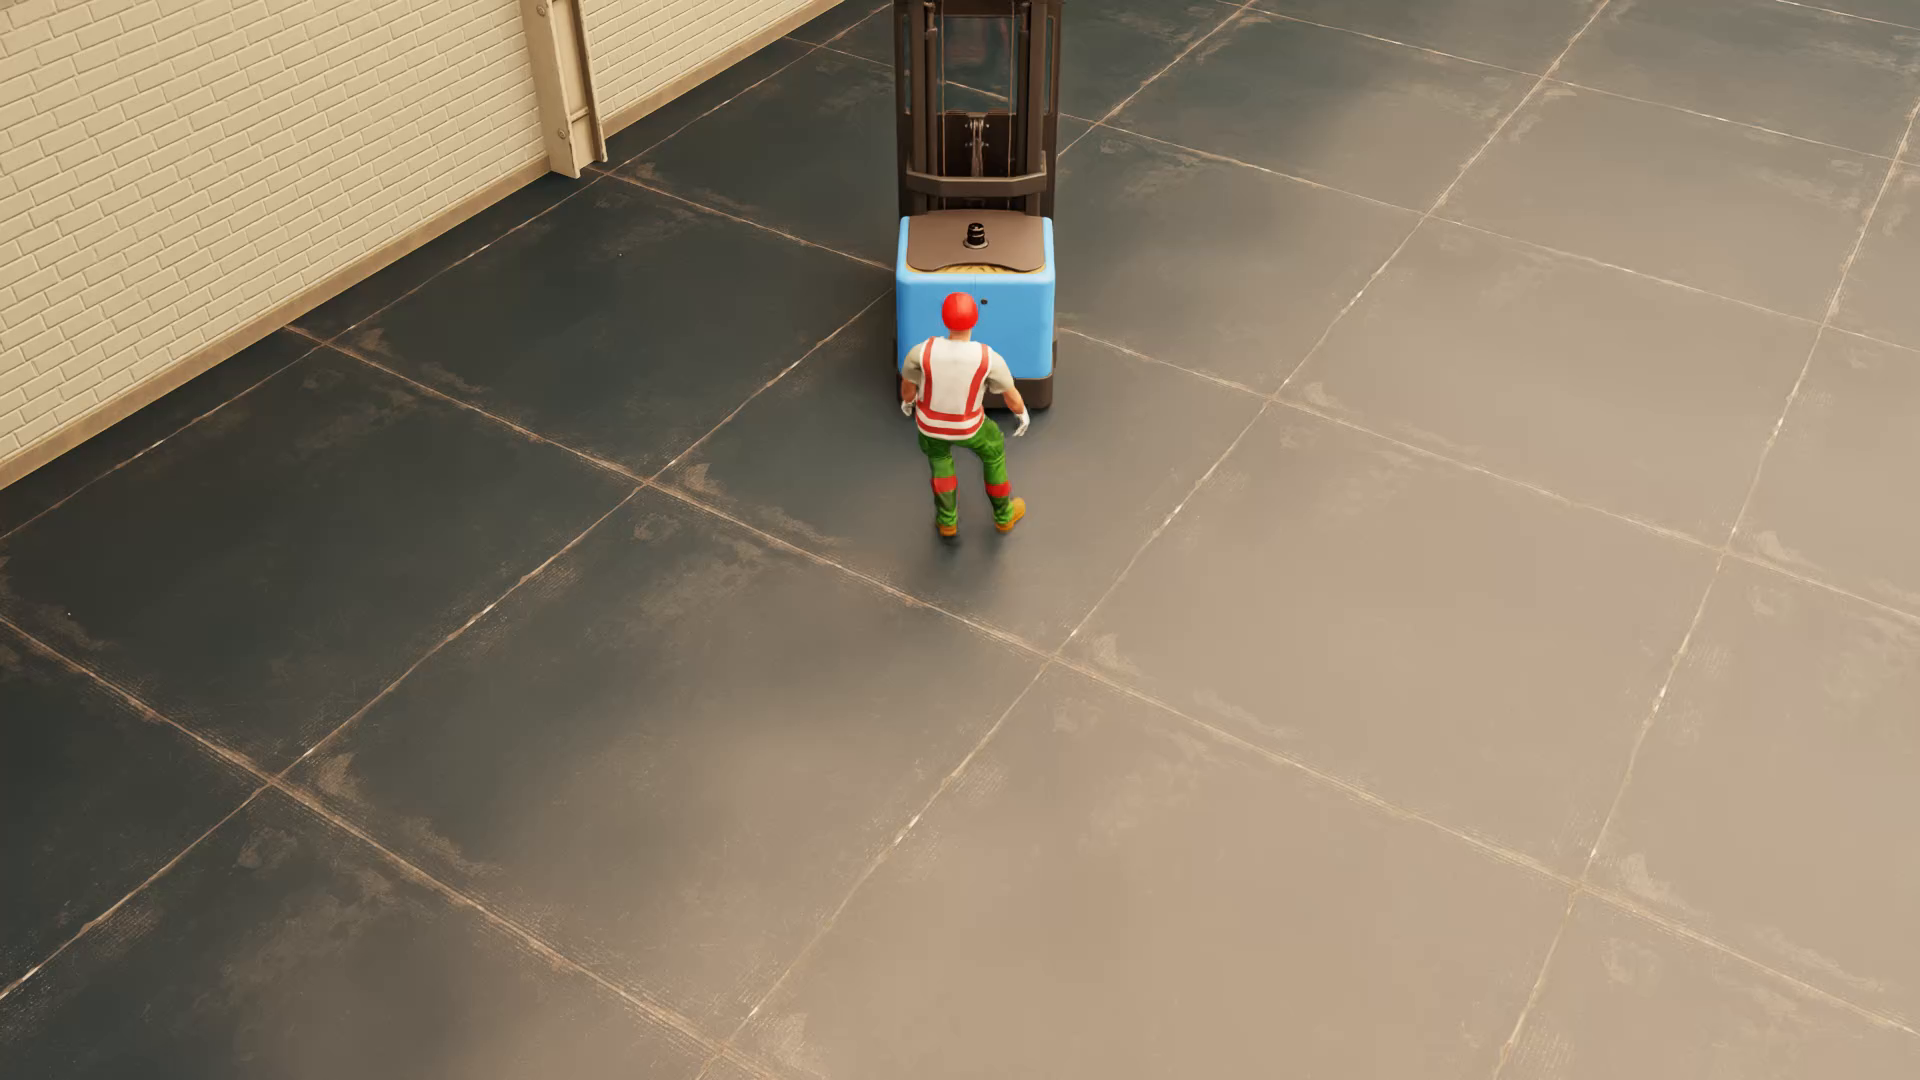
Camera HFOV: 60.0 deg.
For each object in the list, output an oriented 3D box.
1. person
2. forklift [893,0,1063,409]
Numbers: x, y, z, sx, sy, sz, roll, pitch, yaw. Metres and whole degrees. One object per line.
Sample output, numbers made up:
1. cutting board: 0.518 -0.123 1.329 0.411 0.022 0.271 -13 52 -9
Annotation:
1. person: 0.025 -0.745 9.781 0.765 1.731 0.510 4 40 5
2. forklift: 0.117 -2.927 11.421 1.130 2.935 3.031 0 40 1
